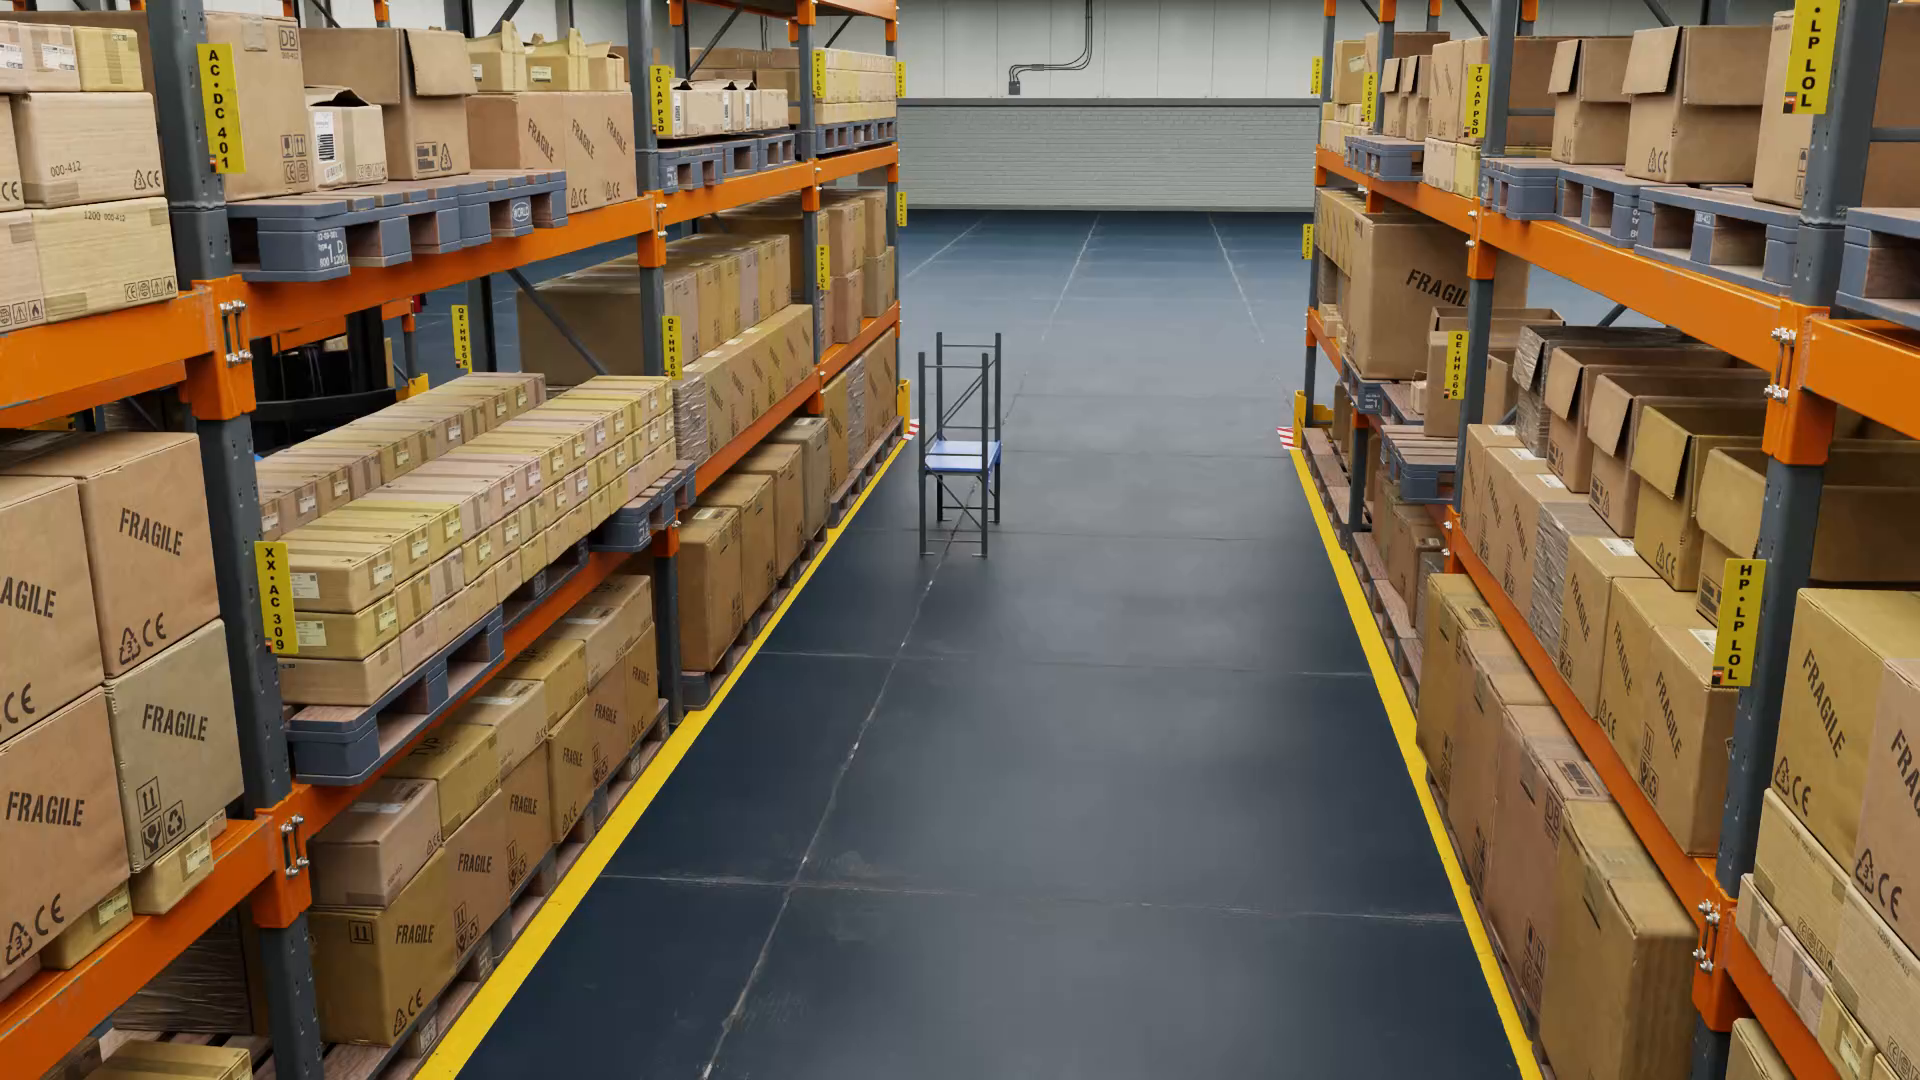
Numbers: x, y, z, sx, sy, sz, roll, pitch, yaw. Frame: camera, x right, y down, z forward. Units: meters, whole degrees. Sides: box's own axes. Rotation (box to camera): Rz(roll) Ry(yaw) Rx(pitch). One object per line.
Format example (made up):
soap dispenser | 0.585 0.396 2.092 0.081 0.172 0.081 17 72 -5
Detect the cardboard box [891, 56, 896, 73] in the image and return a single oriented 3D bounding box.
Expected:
cardboard box | -0.804 -4.411 15.440 0.380 0.149 0.250 2 15 7

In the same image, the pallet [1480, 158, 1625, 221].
pallet | 2.891 -1.487 7.030 1.213 0.211 1.003 2 15 9

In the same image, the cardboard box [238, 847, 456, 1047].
cardboard box | -2.111 1.386 5.772 0.500 0.500 0.500 2 15 8

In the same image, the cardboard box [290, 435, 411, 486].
cardboard box | -2.429 -0.320 6.636 0.380 0.149 0.250 1 15 5

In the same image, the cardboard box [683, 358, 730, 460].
cardboard box | -1.633 -0.760 9.534 0.500 0.500 0.500 2 15 6

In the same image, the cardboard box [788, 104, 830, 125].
cardboard box | -1.176 -3.171 12.380 0.380 0.149 0.250 1 15 5

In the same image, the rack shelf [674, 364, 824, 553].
rack shelf | -1.781 -0.643 10.670 1.077 0.370 4.000 2 15 6

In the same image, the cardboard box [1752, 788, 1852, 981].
cardboard box | 2.146 0.782 3.743 0.500 0.250 0.500 1 15 5

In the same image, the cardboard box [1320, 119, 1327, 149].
cardboard box | 3.502 -3.632 14.888 0.500 0.250 0.500 2 15 8

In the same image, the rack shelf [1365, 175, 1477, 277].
rack shelf | 3.136 -1.918 9.641 1.077 0.370 4.000 2 15 6

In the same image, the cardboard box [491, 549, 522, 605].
cardboard box | -1.841 0.128 6.118 0.380 0.149 0.250 1 15 4

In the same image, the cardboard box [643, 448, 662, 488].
cardboard box | -1.635 -0.347 7.875 0.380 0.149 0.250 2 15 6

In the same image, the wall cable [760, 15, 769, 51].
wall cable | -4.220 -14.918 46.866 3.097 2.526 0.112 2 15 6

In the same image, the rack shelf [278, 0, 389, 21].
rack shelf | -6.259 -4.694 14.166 1.077 0.370 4.000 2 15 6

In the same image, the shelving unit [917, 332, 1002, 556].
shelving unit | 0.010 -0.746 12.548 0.538 1.500 1.048 2 15 6

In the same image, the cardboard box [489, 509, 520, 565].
cardboard box | -1.843 -0.019 6.093 0.380 0.149 0.250 2 15 9

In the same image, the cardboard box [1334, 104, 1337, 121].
cardboard box | 3.420 -3.675 14.284 0.380 0.149 0.250 2 15 9

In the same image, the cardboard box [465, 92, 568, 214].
cardboard box | -1.922 -1.552 6.718 0.500 0.500 0.500 2 15 6

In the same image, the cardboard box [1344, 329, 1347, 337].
cardboard box | 3.284 -1.602 13.322 0.380 0.149 0.250 2 15 6

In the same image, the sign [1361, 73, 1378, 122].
sign | 2.822 -3.048 11.450 0.100 0.325 0.005 2 15 6

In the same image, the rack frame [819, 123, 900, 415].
rack frame | -1.104 -2.546 16.331 1.000 3.000 0.127 2 15 6

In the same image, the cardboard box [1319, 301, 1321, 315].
cardboard box | 3.497 -2.121 15.242 0.380 0.149 0.250 2 15 6

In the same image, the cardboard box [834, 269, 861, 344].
cardboard box | -1.308 -1.957 13.865 0.875 0.550 0.550 2 15 6

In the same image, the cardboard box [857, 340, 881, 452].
cardboard box | -1.212 -1.317 15.052 0.875 0.875 0.875 1 15 5

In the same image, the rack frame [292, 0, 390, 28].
rack frame | -6.033 -5.562 15.990 1.000 3.000 0.127 2 15 6

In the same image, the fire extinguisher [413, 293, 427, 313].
fire extinguisher | -5.563 -2.644 16.843 0.296 0.674 0.183 2 15 6

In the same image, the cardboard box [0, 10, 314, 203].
cardboard box | -2.306 -1.228 4.713 0.700 0.500 0.500 2 15 6

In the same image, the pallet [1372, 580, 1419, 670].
pallet | 3.140 0.529 10.301 1.003 0.211 1.213 2 15 6

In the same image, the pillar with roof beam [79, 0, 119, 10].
pillar with roof beam | -6.985 -6.982 21.244 9.100 9.000 0.400 2 15 6

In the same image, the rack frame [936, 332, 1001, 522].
rack frame | 0.067 -0.878 13.036 0.500 1.500 0.032 2 15 6

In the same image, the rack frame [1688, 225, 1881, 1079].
rack frame | 2.459 0.739 4.184 1.000 3.000 0.127 2 15 6

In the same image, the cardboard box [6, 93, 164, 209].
cardboard box | -2.257 -0.923 3.913 0.500 0.250 0.500 1 15 4

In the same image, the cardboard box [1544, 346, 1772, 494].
cardboard box | 2.736 -0.473 6.552 0.797 0.503 0.637 2 15 8

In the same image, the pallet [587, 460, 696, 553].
pallet | -1.981 -0.191 7.988 1.213 0.211 1.003 2 15 6

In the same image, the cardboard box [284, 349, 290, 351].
cardboard box | -6.456 -1.560 15.711 0.500 0.500 0.500 1 15 4

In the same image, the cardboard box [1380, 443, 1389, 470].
cardboard box | 3.447 -0.435 12.508 0.500 0.500 0.500 1 15 5

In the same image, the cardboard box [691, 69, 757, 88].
cardboard box | -1.754 -3.414 12.516 0.500 0.250 0.500 2 15 6

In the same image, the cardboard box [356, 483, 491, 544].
cardboard box | -1.869 -0.095 5.802 0.380 0.149 0.250 1 15 6

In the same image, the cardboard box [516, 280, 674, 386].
cardboard box | -1.946 -1.118 8.944 0.700 0.500 0.500 2 15 6

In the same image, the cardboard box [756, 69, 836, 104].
cardboard box | -1.222 -3.397 12.454 0.500 0.250 0.500 2 15 7

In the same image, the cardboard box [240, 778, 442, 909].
cardboard box | -2.112 1.024 5.675 0.500 0.250 0.500 1 15 4

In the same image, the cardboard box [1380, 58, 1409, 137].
cardboard box | 3.211 -2.918 10.957 0.797 0.503 0.637 1 15 3

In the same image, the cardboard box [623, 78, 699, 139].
cardboard box | -1.706 -2.308 8.880 0.500 0.311 0.500 2 15 6

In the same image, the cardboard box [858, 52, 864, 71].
cardboard box | -1.004 -3.950 13.735 0.380 0.149 0.250 2 15 6

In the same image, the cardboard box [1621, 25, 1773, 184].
cardboard box | 2.701 -1.469 5.599 0.797 0.503 0.637 1 15 5

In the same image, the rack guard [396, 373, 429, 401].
rack guard | -6.042 -1.439 17.027 1.175 0.500 0.348 2 15 6

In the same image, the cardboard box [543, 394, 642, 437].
cardboard box | -1.666 -0.566 7.546 0.380 0.149 0.250 2 15 8

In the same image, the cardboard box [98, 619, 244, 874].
cardboard box | -2.231 0.508 4.275 0.500 0.500 0.500 2 15 6

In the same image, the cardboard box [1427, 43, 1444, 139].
cardboard box | 2.834 -2.429 9.002 0.500 0.500 0.500 2 15 7

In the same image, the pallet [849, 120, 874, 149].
pallet | -1.312 -3.441 14.065 1.003 0.211 1.213 2 15 6

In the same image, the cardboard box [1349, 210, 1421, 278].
cardboard box | 3.139 -2.136 12.136 0.500 0.500 0.500 2 15 6

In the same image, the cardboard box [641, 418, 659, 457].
cardboard box | -1.638 -0.485 7.817 0.380 0.149 0.250 2 15 8

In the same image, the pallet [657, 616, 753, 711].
pallet | -1.842 0.673 9.770 1.003 0.211 1.213 2 15 6

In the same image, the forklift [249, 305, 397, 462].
forklift | -4.535 -1.152 11.308 1.130 2.935 3.031 -11 18 -34

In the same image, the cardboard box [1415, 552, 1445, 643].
cardboard box | 3.016 0.377 9.468 0.700 0.500 0.500 0 15 2

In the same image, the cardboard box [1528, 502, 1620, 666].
cardboard box | 2.417 0.167 6.105 0.500 0.500 0.500 2 15 6

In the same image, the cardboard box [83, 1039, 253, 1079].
cardboard box | -2.239 1.553 4.691 0.380 0.149 0.250 2 15 8

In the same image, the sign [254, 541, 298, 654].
sign | -1.918 0.162 4.656 0.100 0.325 0.005 2 15 6

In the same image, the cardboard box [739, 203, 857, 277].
cardboard box | -1.335 -2.479 13.727 0.875 0.550 0.550 2 15 6

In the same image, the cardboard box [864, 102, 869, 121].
cardboard box | -0.977 -3.632 14.086 0.380 0.149 0.250 2 15 7
